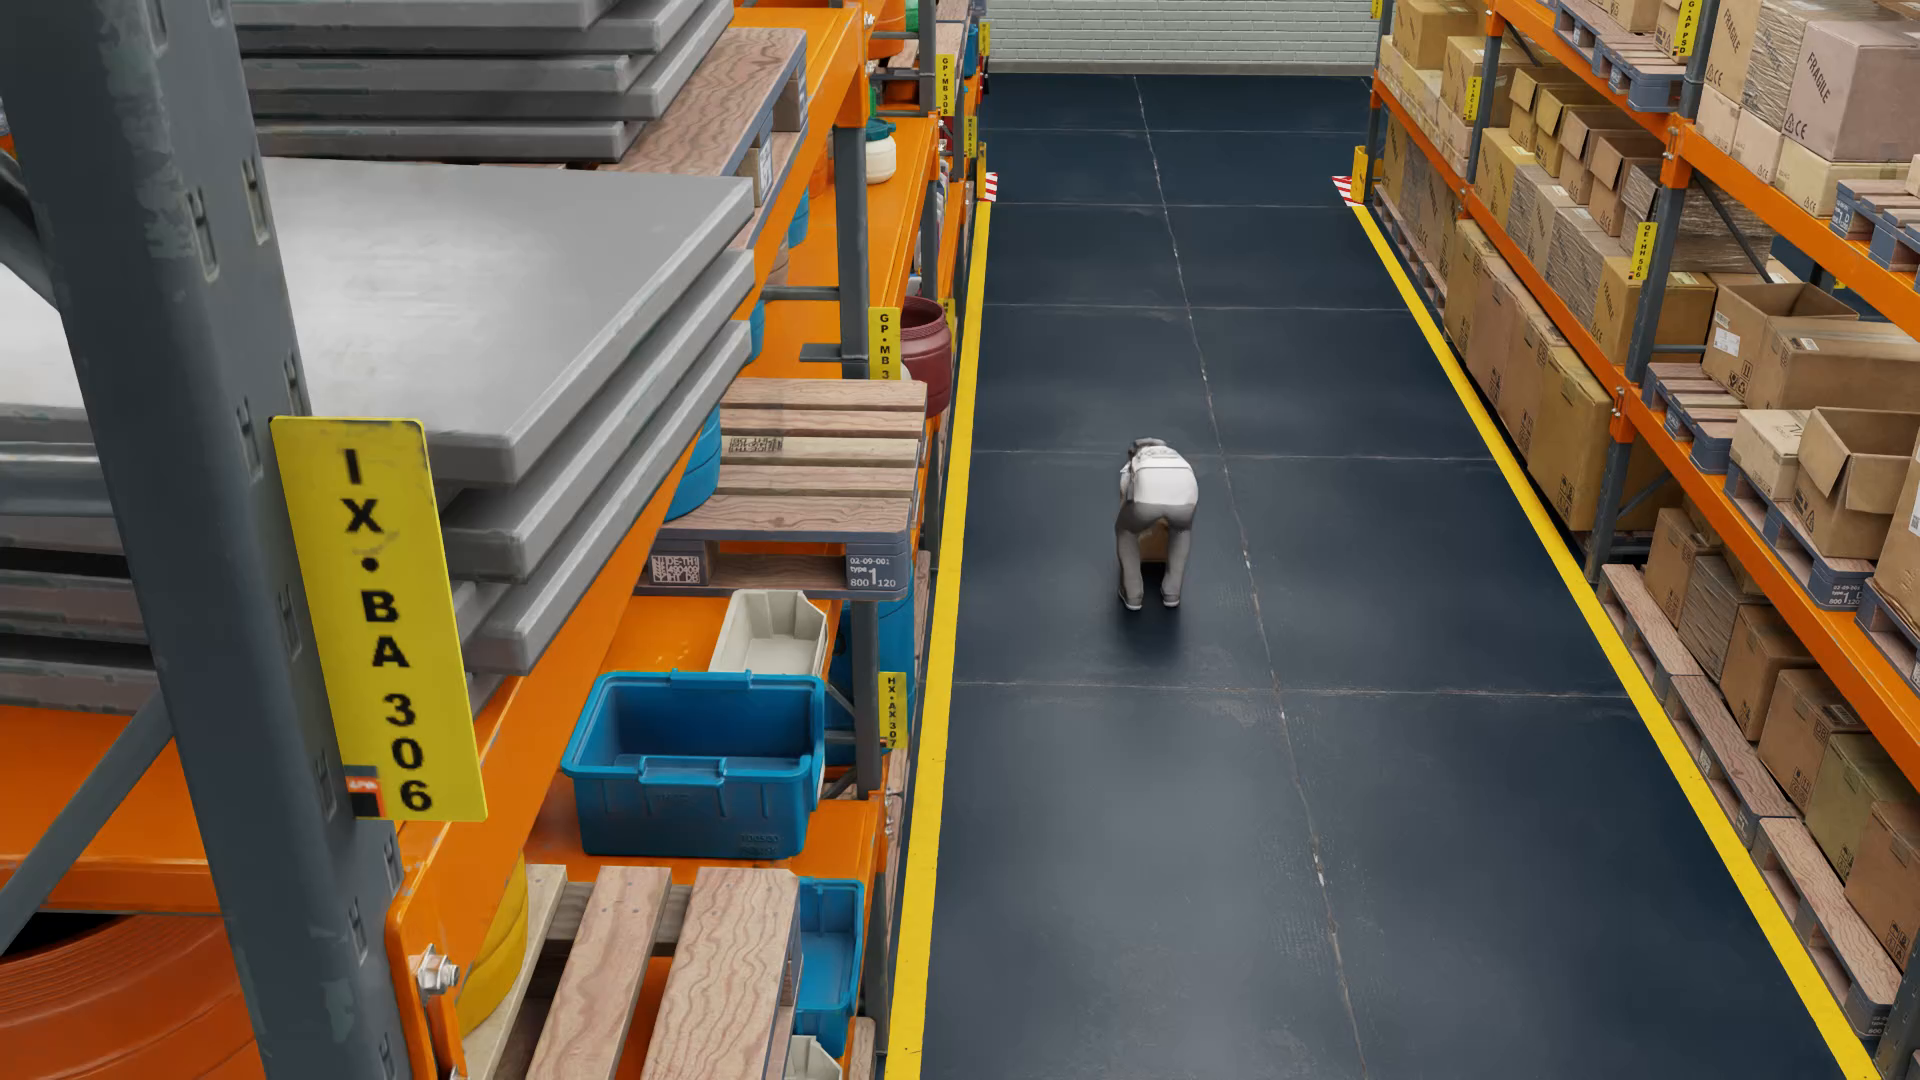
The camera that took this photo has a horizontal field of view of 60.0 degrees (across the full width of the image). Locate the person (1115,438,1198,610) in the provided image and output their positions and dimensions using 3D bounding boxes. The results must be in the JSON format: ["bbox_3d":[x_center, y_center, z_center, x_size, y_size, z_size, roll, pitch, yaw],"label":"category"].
[{"bbox_3d":[1.142,-0.133,9.853,0.452,0.949,0.914,0,28,-1],"label":"person"}]
